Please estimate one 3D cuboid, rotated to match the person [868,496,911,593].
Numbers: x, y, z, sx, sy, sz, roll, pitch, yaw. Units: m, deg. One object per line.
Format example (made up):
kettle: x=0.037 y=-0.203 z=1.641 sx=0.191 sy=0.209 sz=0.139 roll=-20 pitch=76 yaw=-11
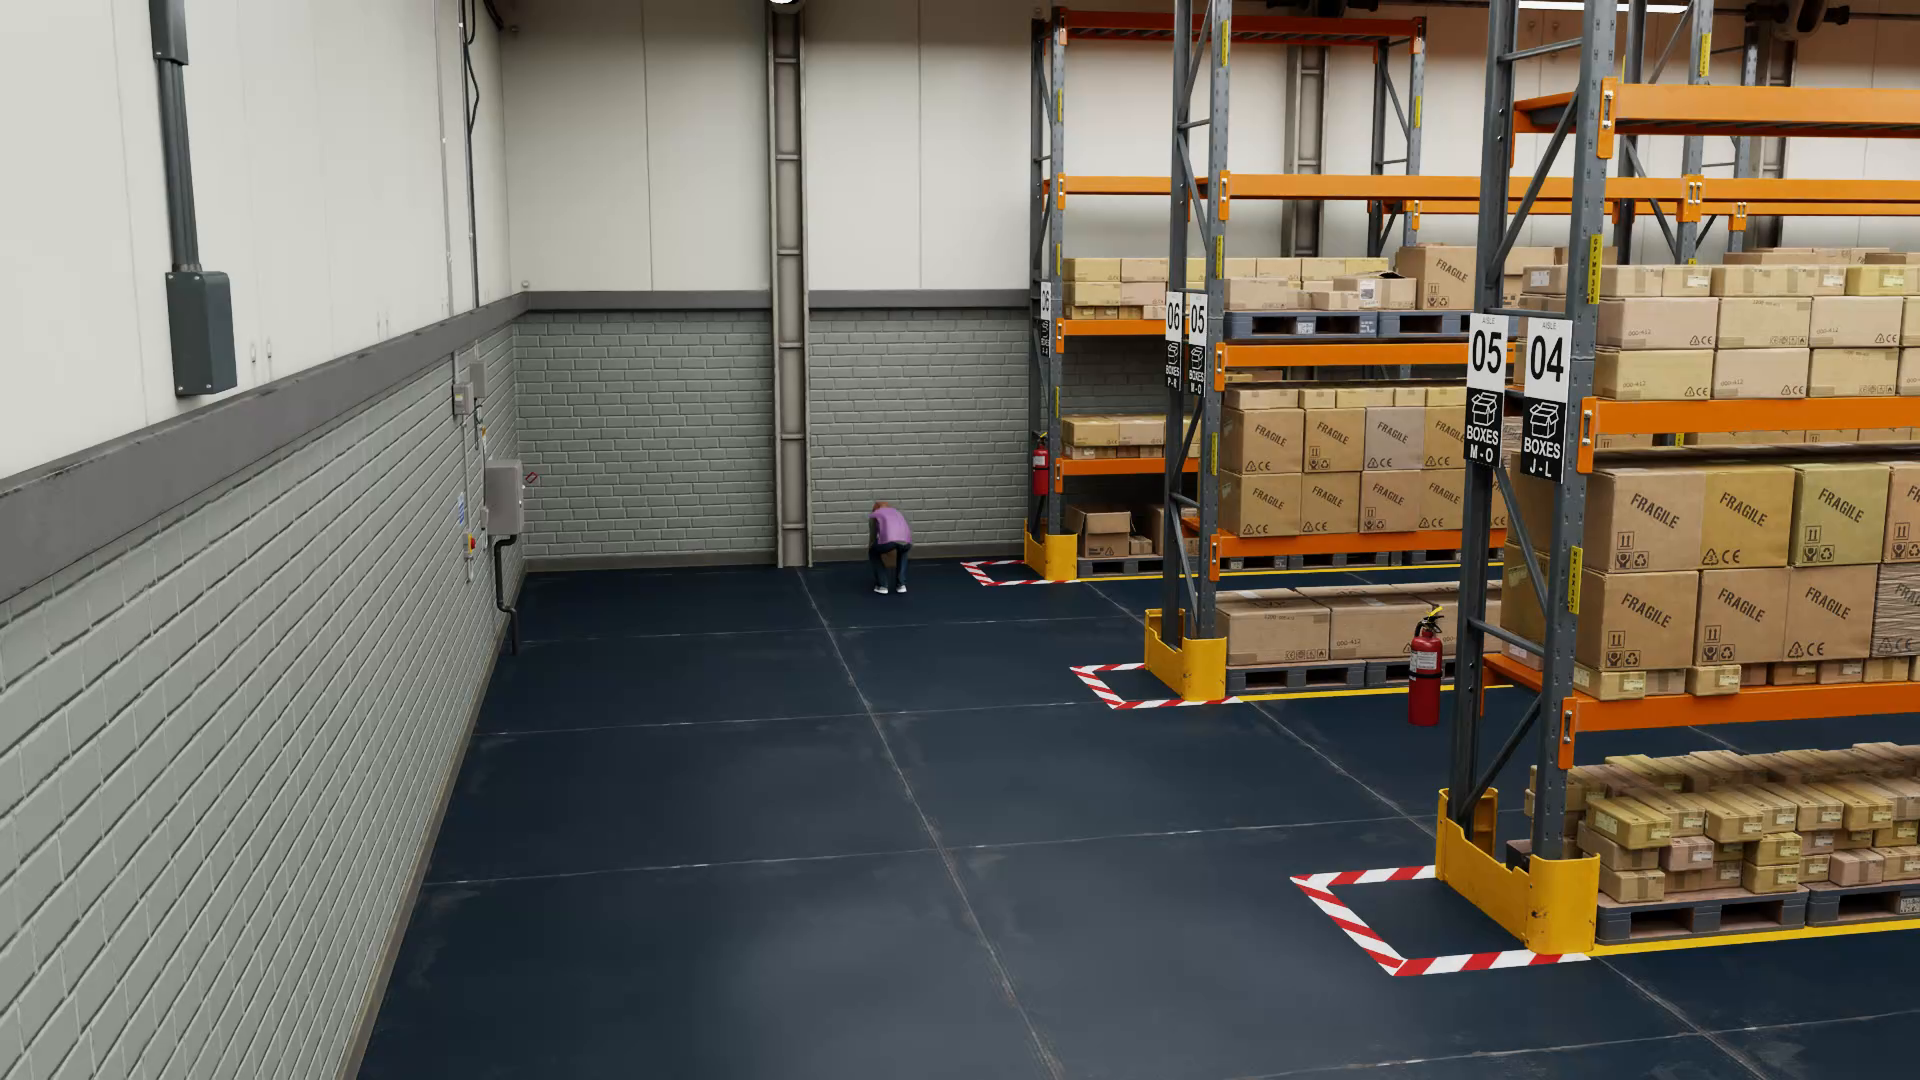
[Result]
person: x=-0.752 y=0.054 z=17.493 sx=0.420 sy=0.955 sz=0.861 roll=-2 pitch=10 yaw=-14
